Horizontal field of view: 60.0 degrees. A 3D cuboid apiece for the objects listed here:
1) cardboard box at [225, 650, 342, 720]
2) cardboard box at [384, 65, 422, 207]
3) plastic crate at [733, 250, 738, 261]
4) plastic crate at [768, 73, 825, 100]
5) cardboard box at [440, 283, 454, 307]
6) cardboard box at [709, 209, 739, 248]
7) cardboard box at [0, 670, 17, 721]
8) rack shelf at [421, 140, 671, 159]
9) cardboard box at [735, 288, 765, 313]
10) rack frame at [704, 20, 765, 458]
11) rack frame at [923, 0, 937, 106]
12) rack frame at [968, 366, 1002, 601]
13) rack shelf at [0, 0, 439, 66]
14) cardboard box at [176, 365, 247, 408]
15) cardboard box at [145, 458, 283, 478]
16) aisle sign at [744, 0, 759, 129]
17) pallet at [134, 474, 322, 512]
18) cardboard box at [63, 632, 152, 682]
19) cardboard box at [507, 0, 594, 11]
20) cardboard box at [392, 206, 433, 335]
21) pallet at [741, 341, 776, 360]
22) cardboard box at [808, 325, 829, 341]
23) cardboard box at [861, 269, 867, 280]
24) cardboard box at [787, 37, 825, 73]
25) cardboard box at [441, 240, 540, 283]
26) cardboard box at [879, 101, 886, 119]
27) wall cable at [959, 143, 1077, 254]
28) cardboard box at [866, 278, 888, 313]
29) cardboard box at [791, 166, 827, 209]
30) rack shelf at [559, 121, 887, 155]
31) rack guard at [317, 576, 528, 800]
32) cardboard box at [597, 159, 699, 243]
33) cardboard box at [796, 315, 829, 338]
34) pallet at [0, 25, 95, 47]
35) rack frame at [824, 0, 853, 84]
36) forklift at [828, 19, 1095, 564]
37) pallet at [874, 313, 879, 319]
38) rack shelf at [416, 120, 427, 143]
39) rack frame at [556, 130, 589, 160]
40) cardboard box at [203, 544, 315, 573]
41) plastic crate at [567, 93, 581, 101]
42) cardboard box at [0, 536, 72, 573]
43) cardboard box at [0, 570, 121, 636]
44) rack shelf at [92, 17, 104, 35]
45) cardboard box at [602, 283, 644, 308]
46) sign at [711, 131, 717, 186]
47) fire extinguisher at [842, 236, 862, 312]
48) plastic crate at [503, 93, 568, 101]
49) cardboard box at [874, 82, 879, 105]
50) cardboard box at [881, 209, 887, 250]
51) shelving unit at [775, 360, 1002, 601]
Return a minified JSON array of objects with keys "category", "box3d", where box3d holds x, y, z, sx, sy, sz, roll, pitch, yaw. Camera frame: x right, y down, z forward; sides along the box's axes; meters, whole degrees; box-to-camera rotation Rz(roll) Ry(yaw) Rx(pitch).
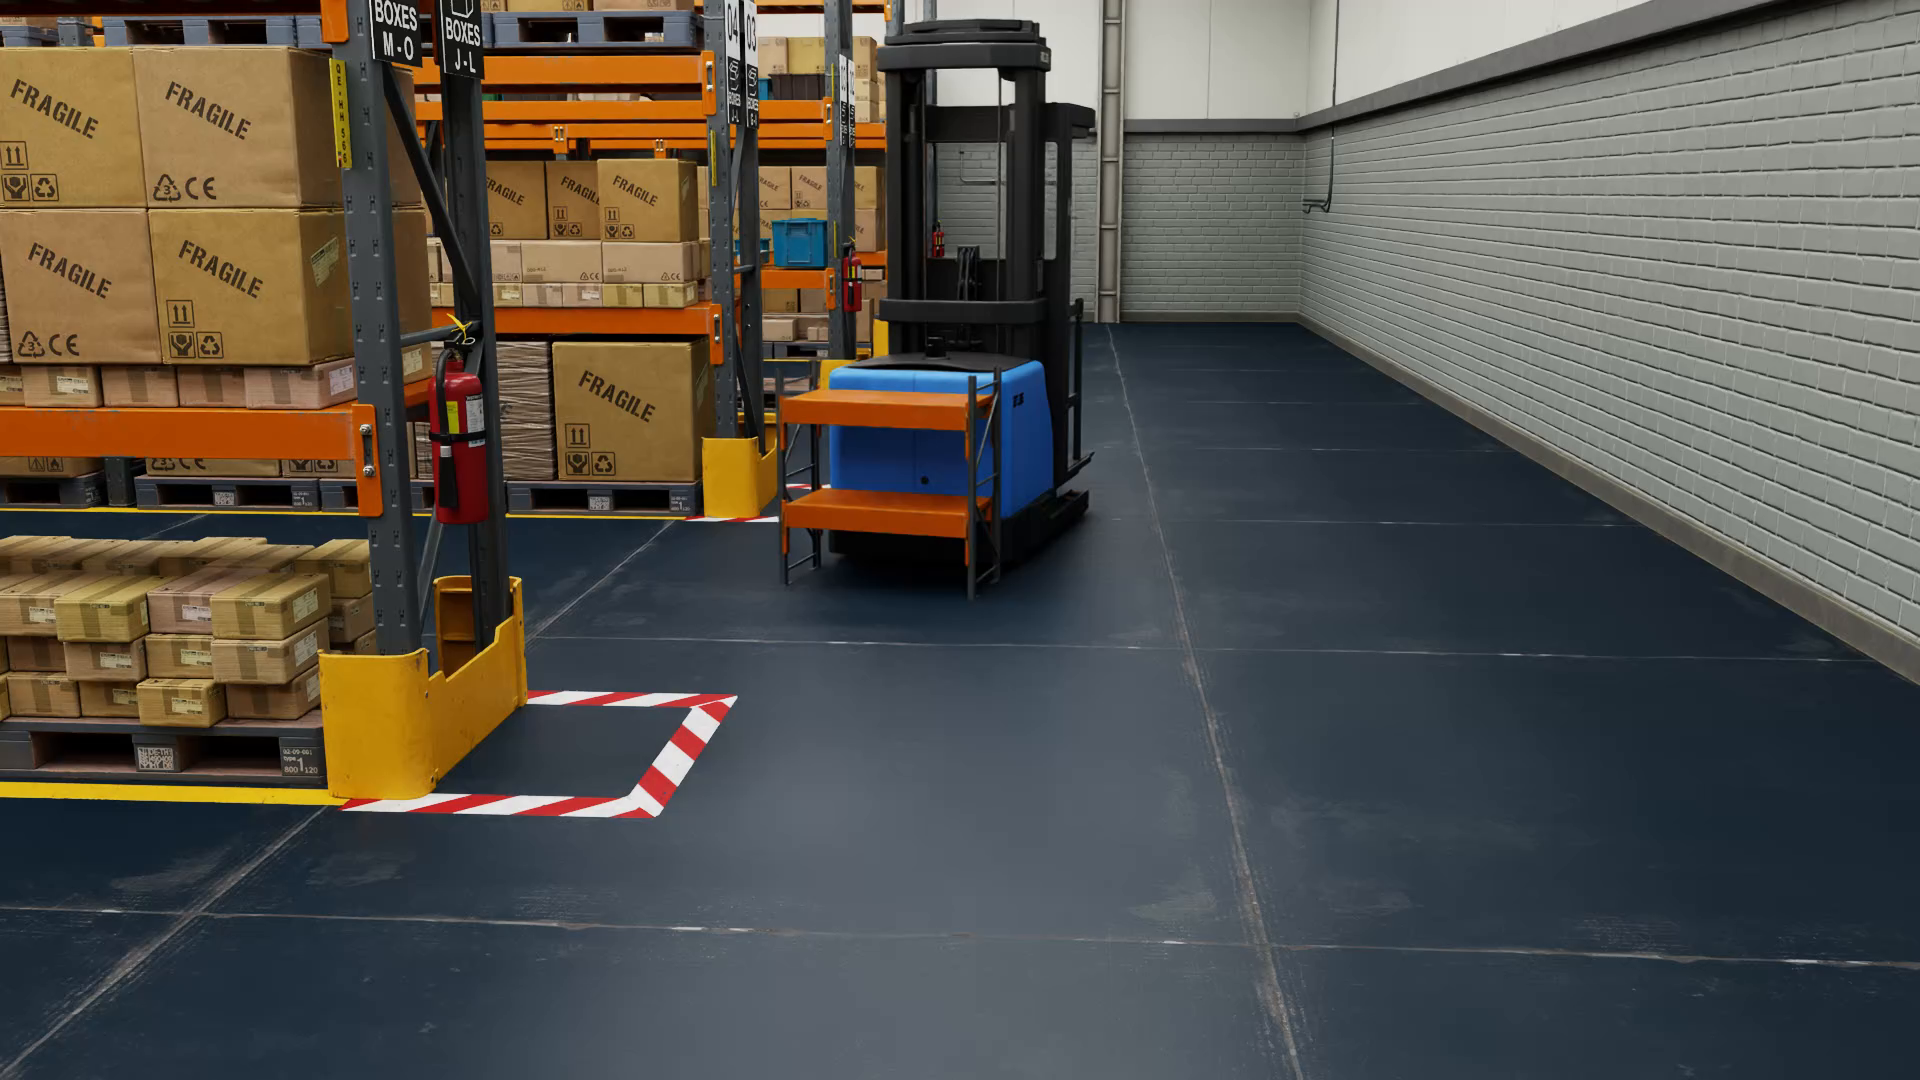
[{"category":"cardboard box","box3d":[-2.404,0.512,5.933,0.250,0.149,0.380,1,12,5]},{"category":"cardboard box","box3d":[-2.295,-1.458,5.999,0.500,0.500,0.500,1,12,3]},{"category":"plastic crate","box3d":[-2.215,-2.619,15.459,0.243,0.136,0.396,1,12,4]},{"category":"plastic crate","box3d":[-1.467,-4.204,15.532,0.590,0.269,0.497,1,12,4]},{"category":"cardboard box","box3d":[-3.087,-1.557,10.500,0.250,0.149,0.380,1,12,4]},{"category":"cardboard box","box3d":[-2.750,-3.770,20.220,0.500,0.500,0.500,1,12,3]},{"category":"cardboard box","box3d":[-3.431,0.516,5.911,0.250,0.149,0.380,0,12,1]},{"category":"rack shelf","box3d":[-6.426,-5.959,25.363,4.000,0.370,1.077,1,12,4]},{"category":"cardboard box","box3d":[-3.190,-3.759,25.493,0.500,0.500,0.700,1,12,3]},{"category":"rack frame","box3d":[-1.432,-1.726,10.691,0.127,3.000,1.000,1,12,4]},{"category":"rack frame","box3d":[-0.439,-7.698,24.589,0.127,3.000,1.000,1,12,4]},{"category":"rack frame","box3d":[0.127,-0.295,8.430,0.032,1.125,0.500,4,12,17]},{"category":"rack shelf","box3d":[-3.860,-1.857,5.751,4.000,0.370,1.077,1,12,4]},{"category":"cardboard box","box3d":[-2.454,-0.548,5.678,0.250,0.149,0.380,1,12,4]},{"category":"cardboard box","box3d":[-4.770,-0.920,11.006,0.875,0.875,0.875,1,12,4]},{"category":"aisle sign","box3d":[-1.340,-3.058,10.713,0.004,0.787,0.394,1,12,4]},{"category":"pallet","box3d":[-4.670,-0.389,11.112,1.213,0.211,1.003,1,12,4]},{"category":"cardboard box","box3d":[-2.929,0.375,5.860,0.250,0.149,0.380,0,12,1]},{"category":"cardboard box","box3d":[-2.508,-3.526,10.457,0.500,0.500,0.700,0,12,2]},{"category":"cardboard box","box3d":[-2.294,-0.971,6.112,0.500,0.500,0.500,1,12,6]},{"category":"pallet","box3d":[-2.852,-2.413,20.790,1.213,0.211,1.003,1,12,4]},{"category":"cardboard box","box3d":[-1.724,-2.559,20.520,0.250,0.166,0.380,1,12,4]},{"category":"cardboard box","box3d":[-1.540,-4.018,25.145,0.250,0.149,0.380,1,12,5]},{"category":"cardboard box","box3d":[-1.773,-5.784,20.079,0.500,0.500,0.700,1,12,4]},{"category":"cardboard box","box3d":[-2.947,-1.764,10.515,0.500,0.250,0.500,0,12,2]},{"category":"cardboard box","box3d":[-1.188,-6.366,24.647,0.500,0.250,0.500,1,12,5]},{"category":"wall cable","box3d":[0.902,-5.434,25.940,1.851,1.984,0.084,1,12,4]},{"category":"cardboard box","box3d":[-1.144,-3.732,25.365,0.500,0.500,0.700,1,12,4]},{"category":"cardboard box","box3d":[-1.733,-4.244,20.046,0.500,0.500,0.500,1,12,5]},{"category":"rack shelf","box3d":[-2.762,-4.893,20.263,4.000,0.370,1.077,1,12,4]},{"category":"rack guard","box3d":[-1.940,0.509,6.115,0.348,0.500,1.175,1,12,4]},{"category":"cardboard box","box3d":[-1.936,-2.118,10.374,0.500,0.500,0.500,1,12,4]},{"category":"cardboard box","box3d":[-1.789,-2.691,20.947,0.500,0.250,0.500,1,12,4]},{"category":"pallet","box3d":[-6.341,-3.157,10.677,1.217,0.209,0.805,0,12,1]},{"category":"rack frame","box3d":[-1.101,-5.674,14.914,0.127,3.000,1.000,1,12,4]},{"category":"forklift","box3d":[0.183,-1.562,10.075,1.130,2.935,3.031,3,12,16]},{"category":"pallet","box3d":[-1.242,-3.391,25.465,1.213,0.211,1.003,1,12,4]},{"category":"rack shelf","box3d":[-7.088,-3.936,15.687,4.000,0.370,1.077,1,12,4]},{"category":"rack frame","box3d":[-4.758,-3.804,20.627,0.127,3.000,1.000,1,12,4]},{"category":"cardboard box","box3d":[-2.648,0.129,6.308,0.250,0.149,0.380,1,12,5]},{"category":"plastic crate","box3d":[-3.798,-4.192,15.798,0.466,0.136,0.293,1,12,4]},{"category":"cardboard box","box3d":[-3.679,0.094,6.474,0.250,0.149,0.380,1,12,5]},{"category":"cardboard box","box3d":[-3.177,0.220,5.873,0.250,0.149,0.380,0,12,1]},{"category":"rack shelf","box3d":[-10.744,-6.275,20.520,4.000,0.370,1.077,1,12,4]},{"category":"cardboard box","box3d":[-2.069,-1.543,10.434,0.250,0.149,0.380,1,12,4]},{"category":"sign","box3d":[-1.482,-2.298,10.019,0.005,0.325,0.100,1,12,4]},{"category":"fire extinguisher","box3d":[-0.981,-2.422,15.121,0.183,0.674,0.296,1,12,4]},{"category":"plastic crate","box3d":[-3.871,-4.123,15.147,0.590,0.269,0.497,1,12,4]},{"category":"cardboard box","box3d":[-1.262,-5.449,20.310,0.500,0.250,0.500,1,12,4]},{"category":"cardboard box","box3d":[-1.192,-3.858,20.642,0.500,0.500,0.500,1,12,5]},{"category":"shelving unit","box3d":[-0.359,-0.325,8.576,1.048,1.125,0.538,4,12,17]}]
